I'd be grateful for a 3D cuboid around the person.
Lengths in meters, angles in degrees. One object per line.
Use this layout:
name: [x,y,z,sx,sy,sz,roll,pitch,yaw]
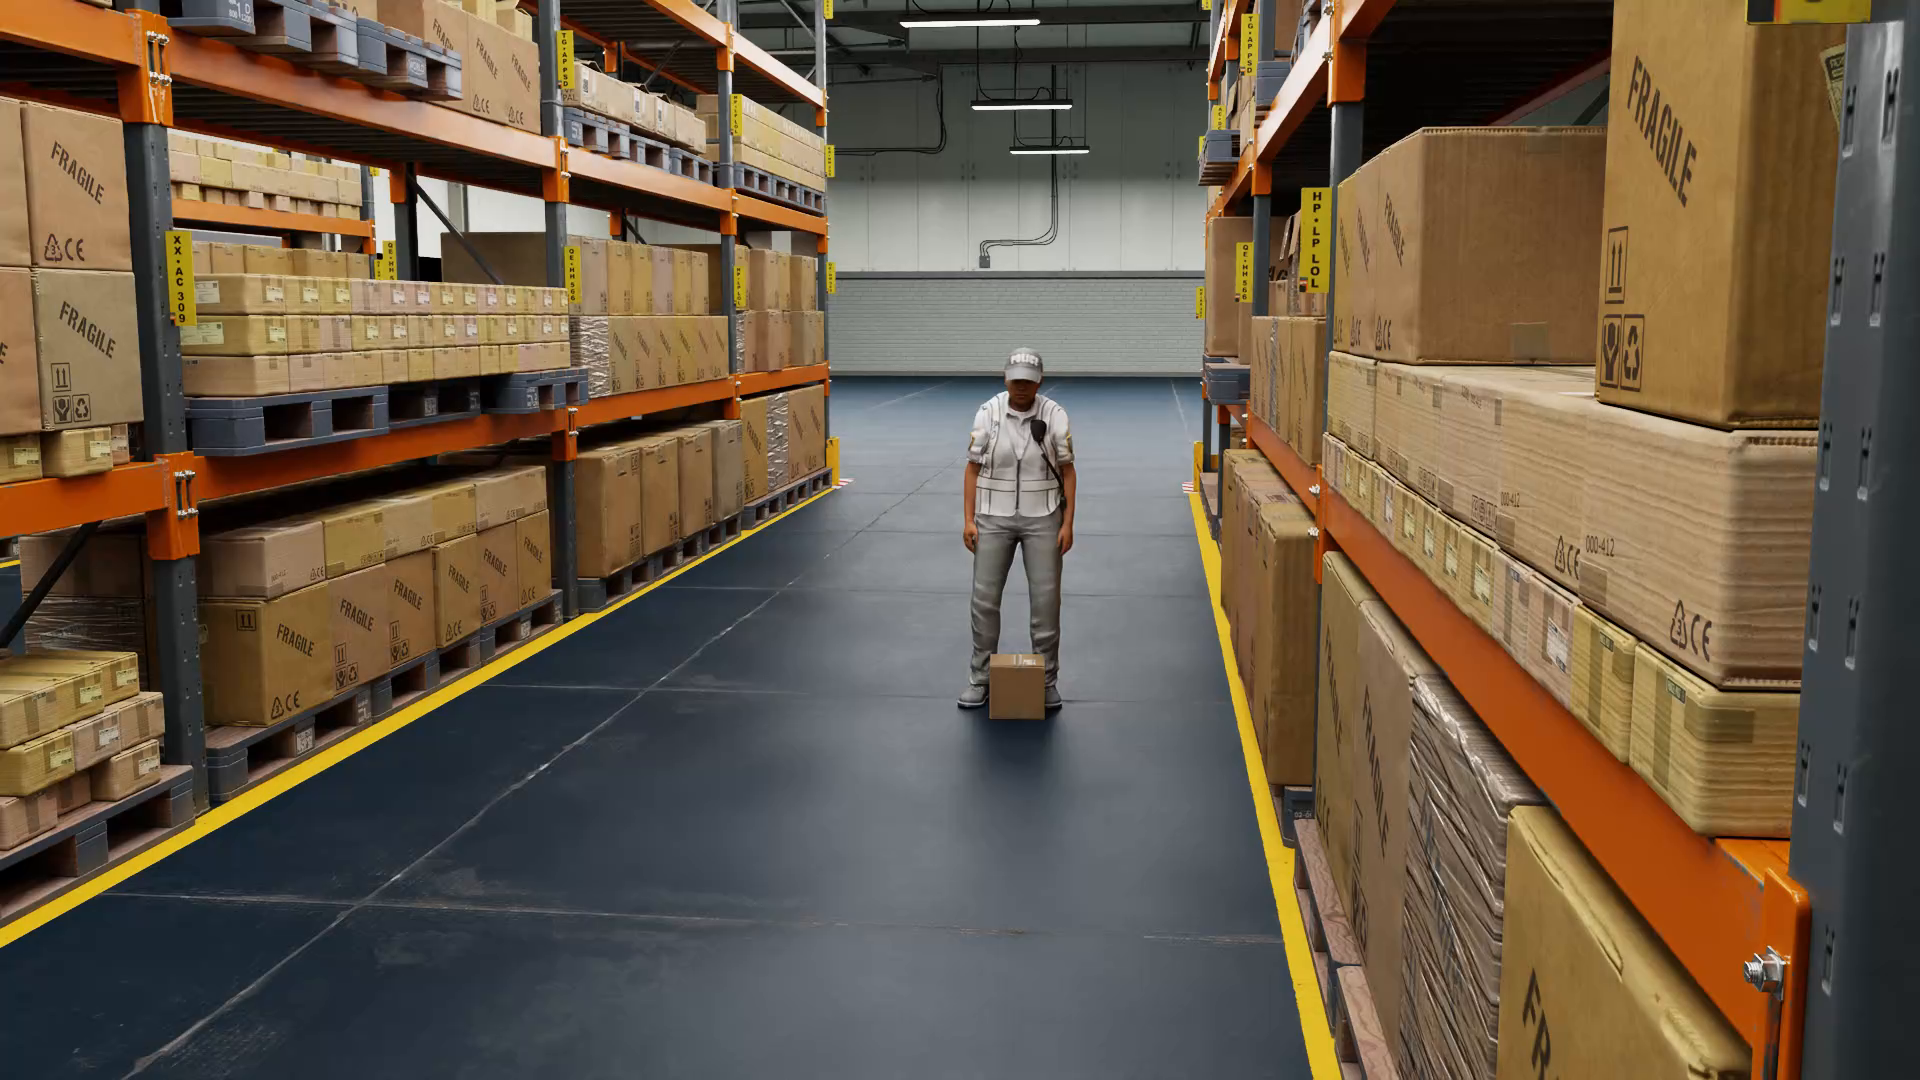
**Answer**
person: [0.266,-0.061,7.728,0.540,1.665,0.467,1,8,5]
